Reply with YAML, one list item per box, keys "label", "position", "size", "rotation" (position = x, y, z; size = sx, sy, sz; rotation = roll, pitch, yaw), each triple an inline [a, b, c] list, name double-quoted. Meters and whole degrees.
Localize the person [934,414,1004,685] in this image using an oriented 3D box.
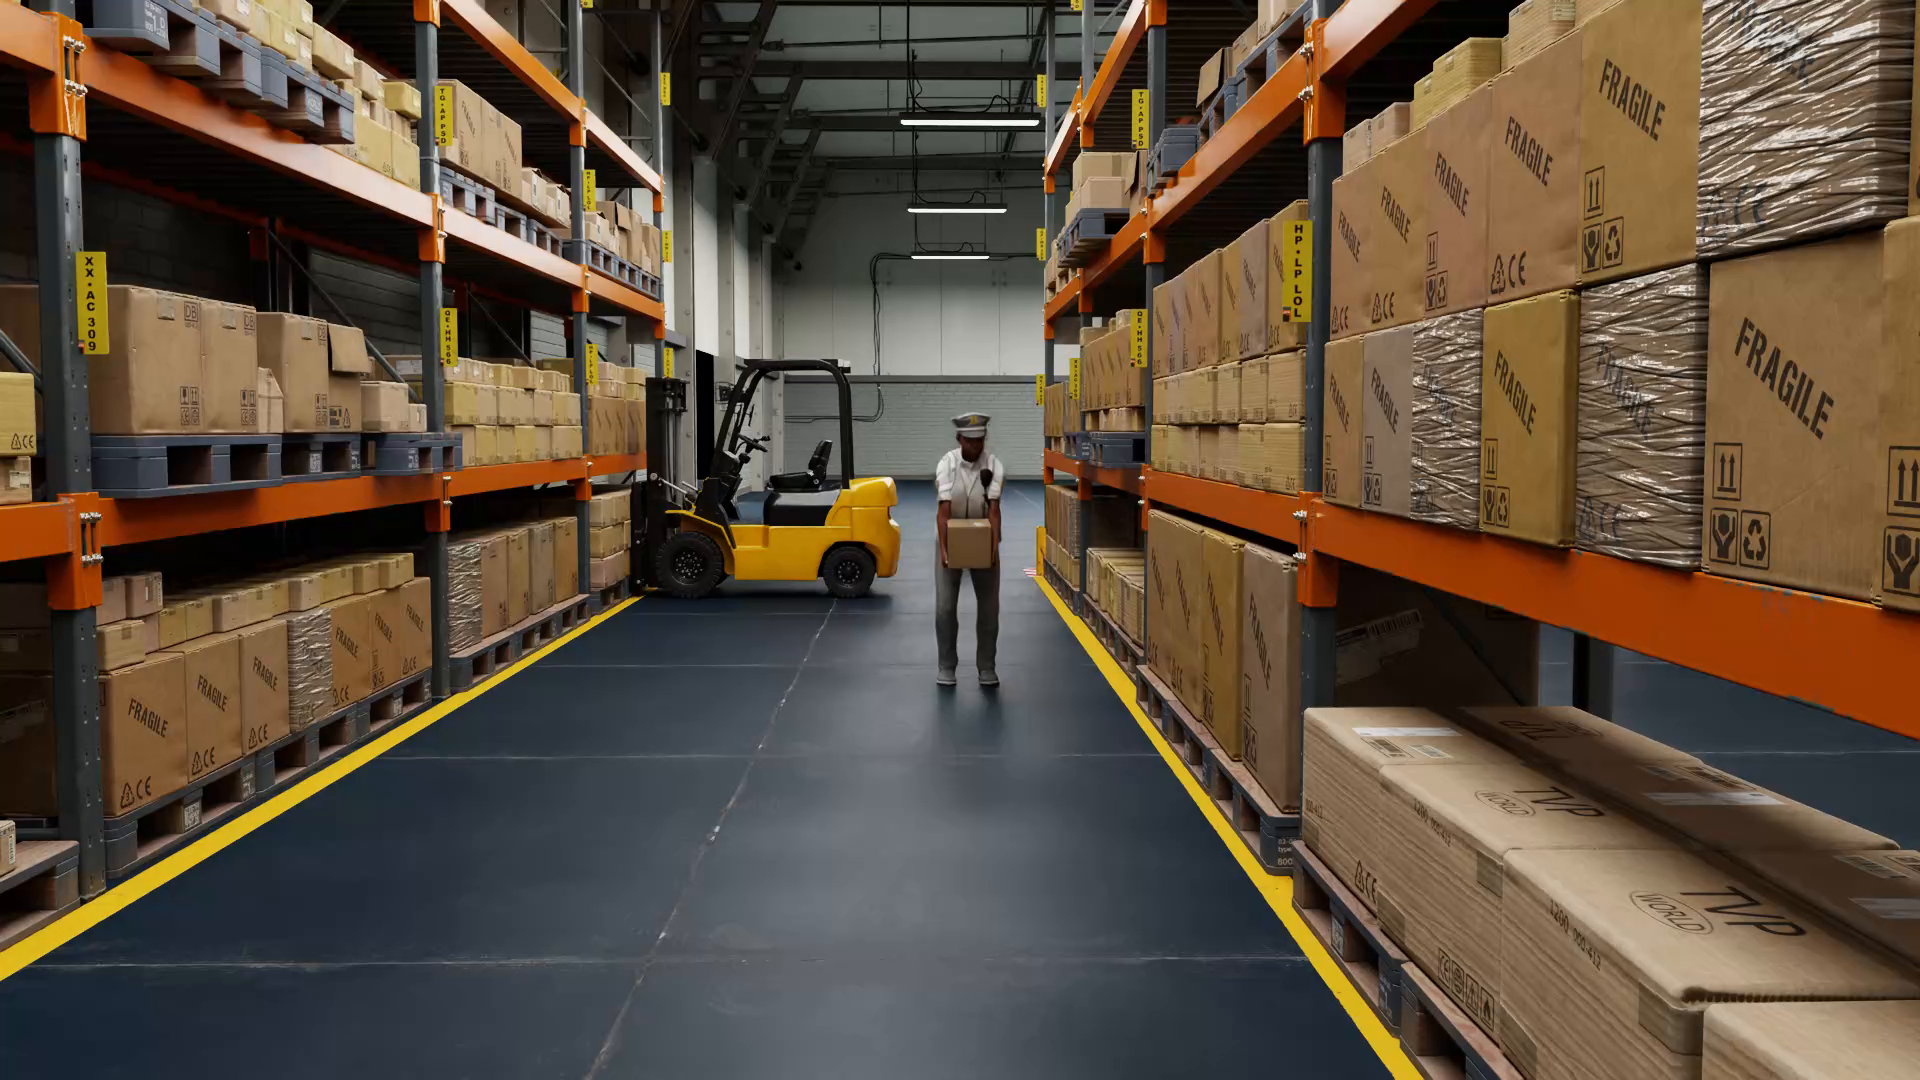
- label: "person"
  position: [0.054, 0.062, 9.931]
  size: [0.415, 1.625, 0.566]
  rotation: [0, 4, -2]
